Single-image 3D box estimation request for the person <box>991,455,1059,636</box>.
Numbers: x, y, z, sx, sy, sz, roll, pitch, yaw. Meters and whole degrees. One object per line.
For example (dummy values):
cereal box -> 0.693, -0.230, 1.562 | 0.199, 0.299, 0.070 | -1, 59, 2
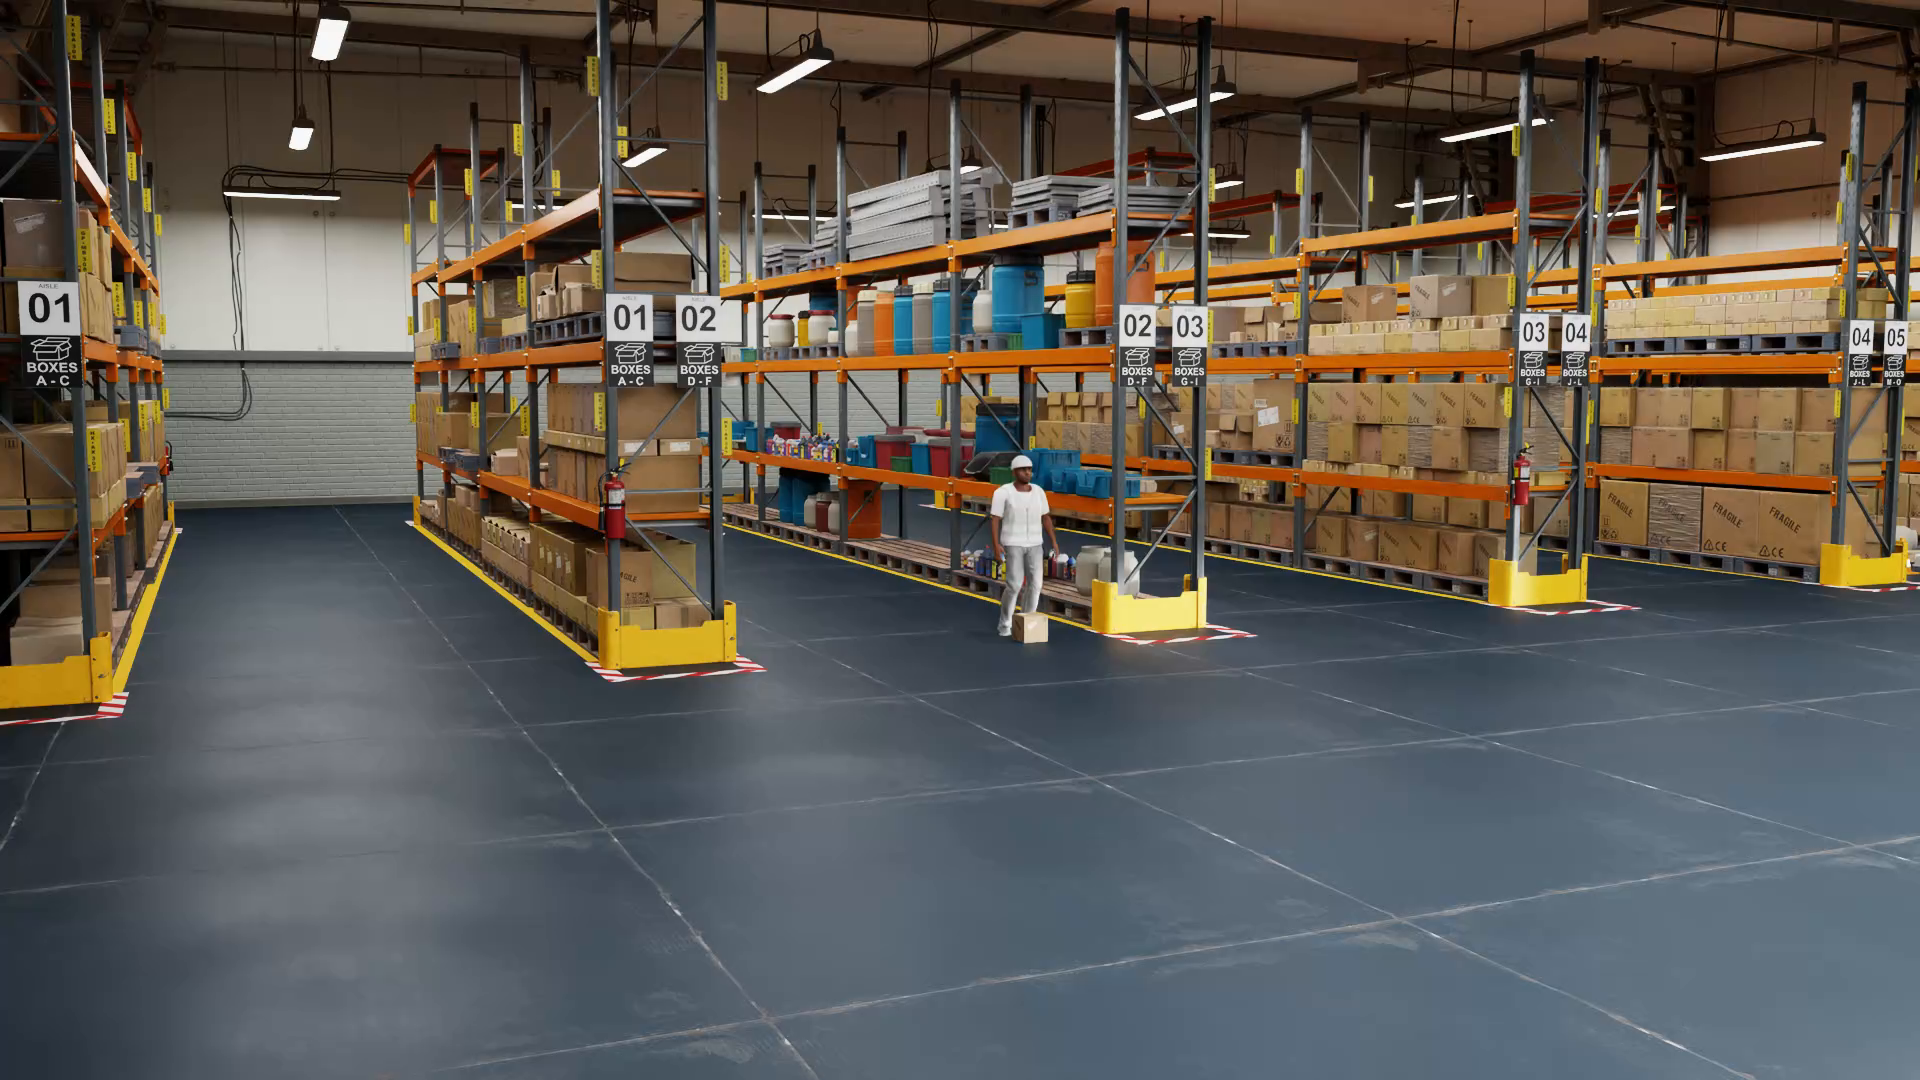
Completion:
person -> 0.626, 0.089, 16.220 | 0.654, 1.832, 0.373 | -2, 6, -24
